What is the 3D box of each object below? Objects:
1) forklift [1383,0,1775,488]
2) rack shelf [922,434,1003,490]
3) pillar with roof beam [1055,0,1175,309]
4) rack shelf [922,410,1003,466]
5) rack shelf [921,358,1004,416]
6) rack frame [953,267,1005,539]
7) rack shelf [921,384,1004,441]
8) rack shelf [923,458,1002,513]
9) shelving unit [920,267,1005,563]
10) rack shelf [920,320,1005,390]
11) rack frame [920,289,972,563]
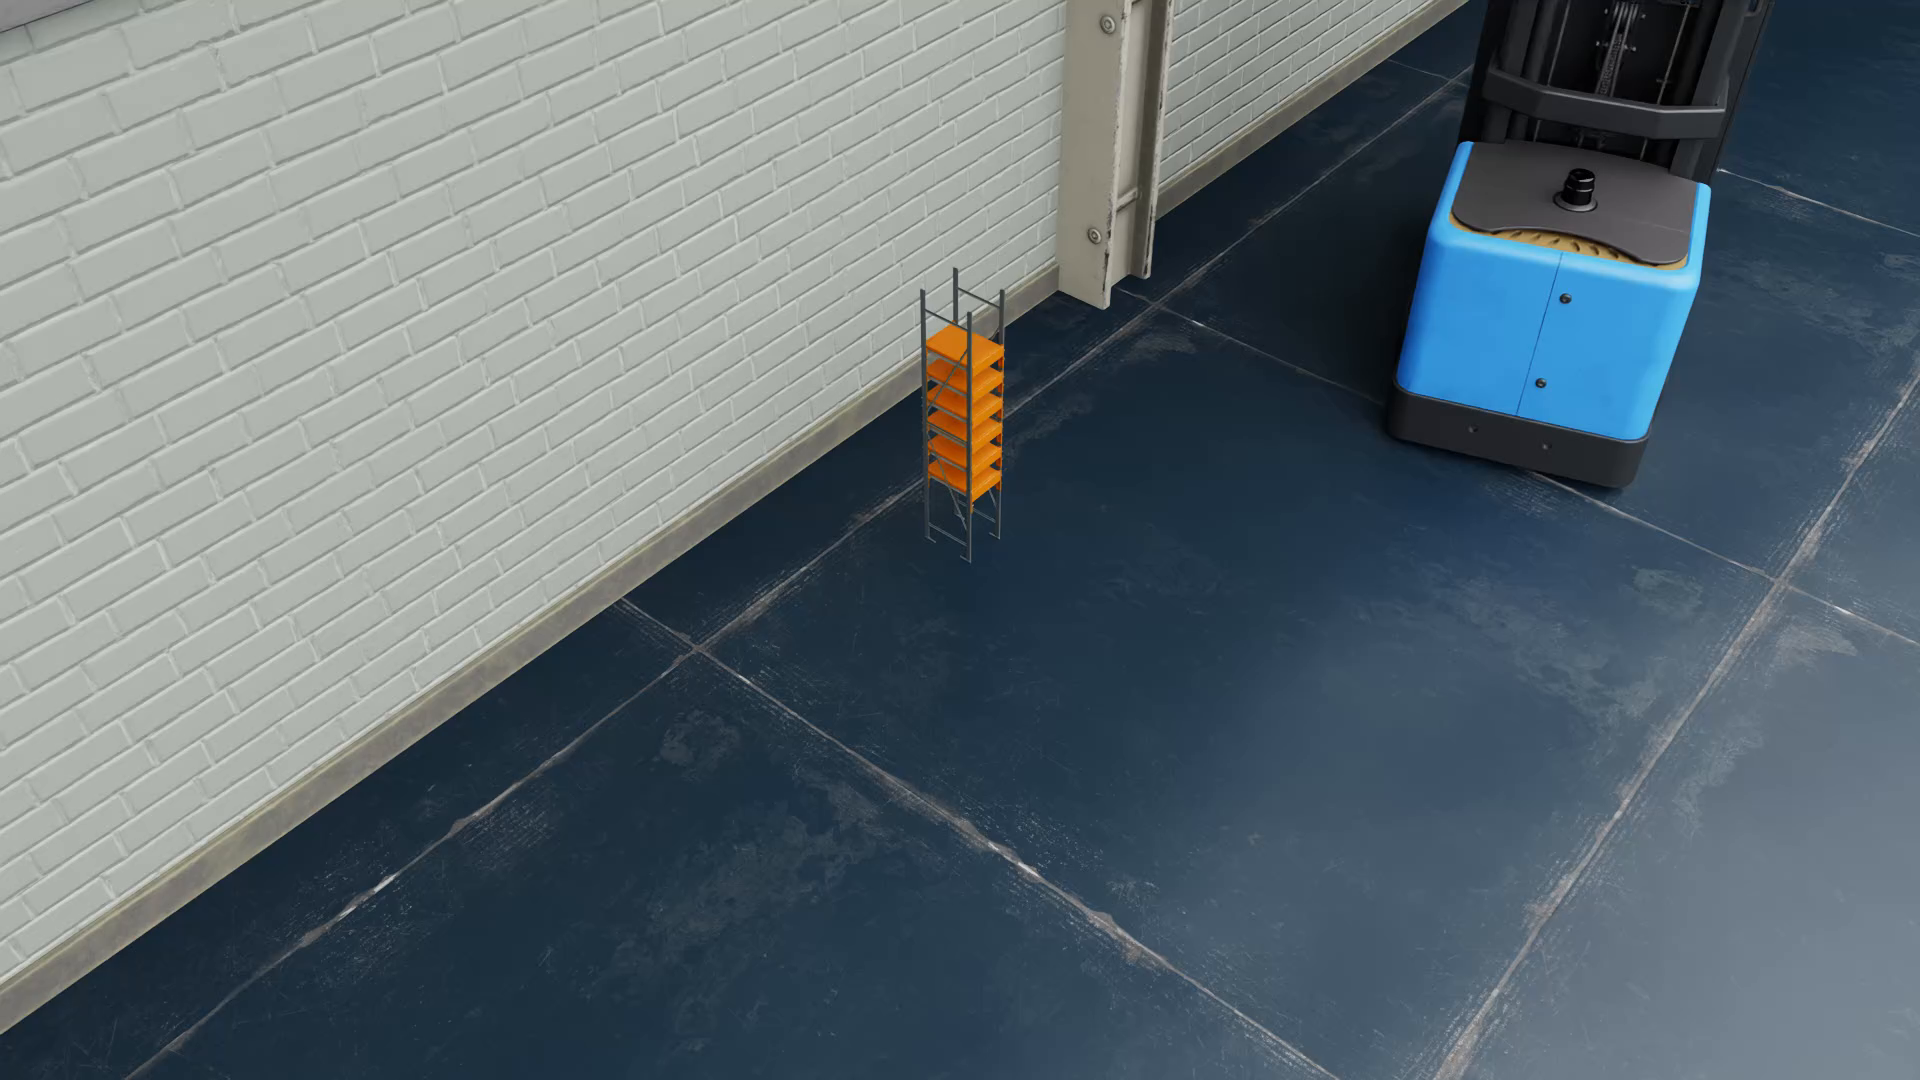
[{"bbox_3d":[2.845,-2.303,7.104,1.130,2.935,3.031,15,44,16],"label":"forklift"},{"bbox_3d":[0.009,-0.330,6.465,0.258,0.103,0.180,29,50,28],"label":"rack shelf"},{"bbox_3d":[3.991,-2.735,3.069,9.100,9.000,0.400,29,50,28],"label":"pillar with roof beam"},{"bbox_3d":[0.009,-0.419,6.384,0.258,0.103,0.180,29,50,28],"label":"rack shelf"},{"bbox_3d":[0.009,-0.596,6.223,0.258,0.103,0.180,29,50,28],"label":"rack shelf"},{"bbox_3d":[0.068,-0.498,6.406,0.240,1.200,0.006,29,50,28],"label":"rack frame"},{"bbox_3d":[0.009,-0.507,6.304,0.258,0.103,0.180,29,50,28],"label":"rack shelf"},{"bbox_3d":[0.009,-0.241,6.546,0.258,0.103,0.180,29,50,28],"label":"rack shelf"},{"bbox_3d":[0.009,-0.451,6.355,0.258,1.200,0.189,29,50,28],"label":"shelving unit"},{"bbox_3d":[0.009,-0.685,6.142,0.258,0.103,0.180,29,50,28],"label":"rack shelf"},{"bbox_3d":[-0.050,-0.404,6.303,0.240,1.200,0.006,29,50,28],"label":"rack frame"}]
